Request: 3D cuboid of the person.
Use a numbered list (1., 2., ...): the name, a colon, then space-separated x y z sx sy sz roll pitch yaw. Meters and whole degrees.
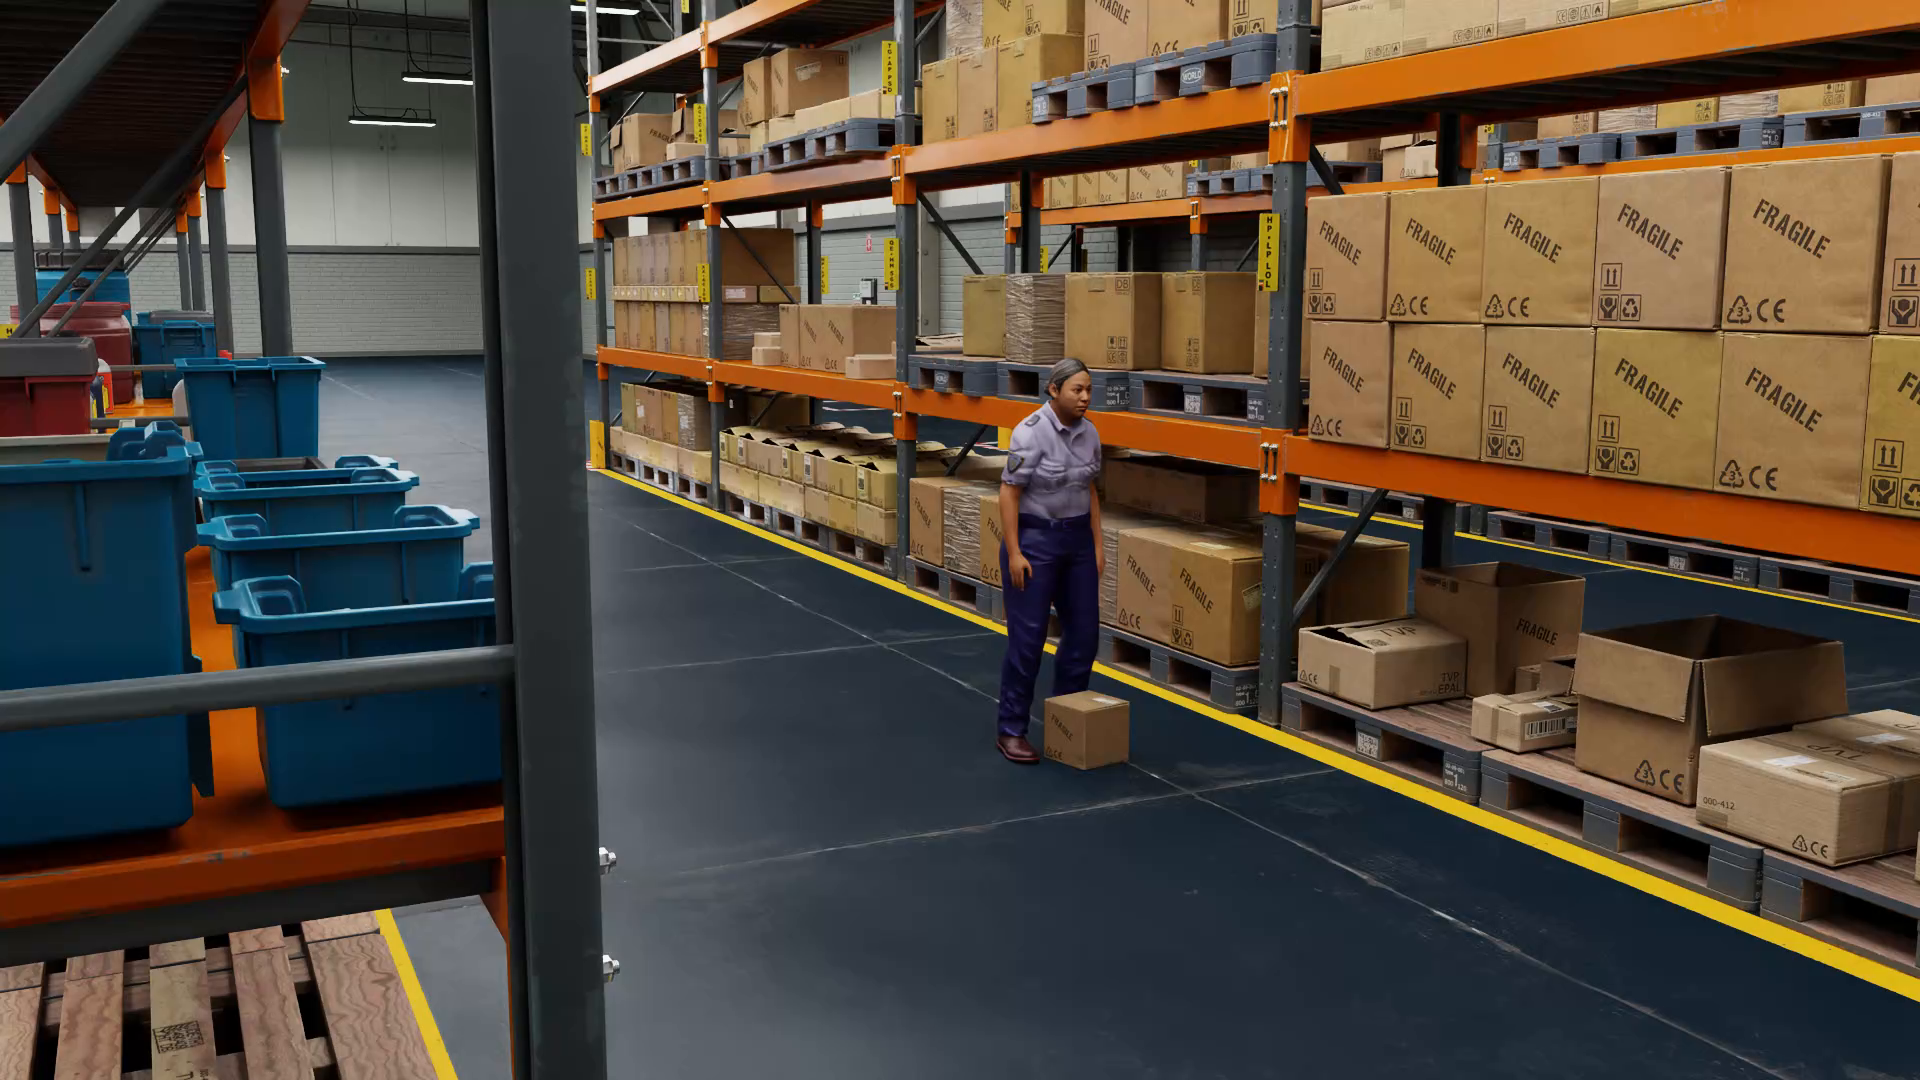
1. person: 0.380 0.064 6.955 0.565 1.651 0.371 -6 11 -37
